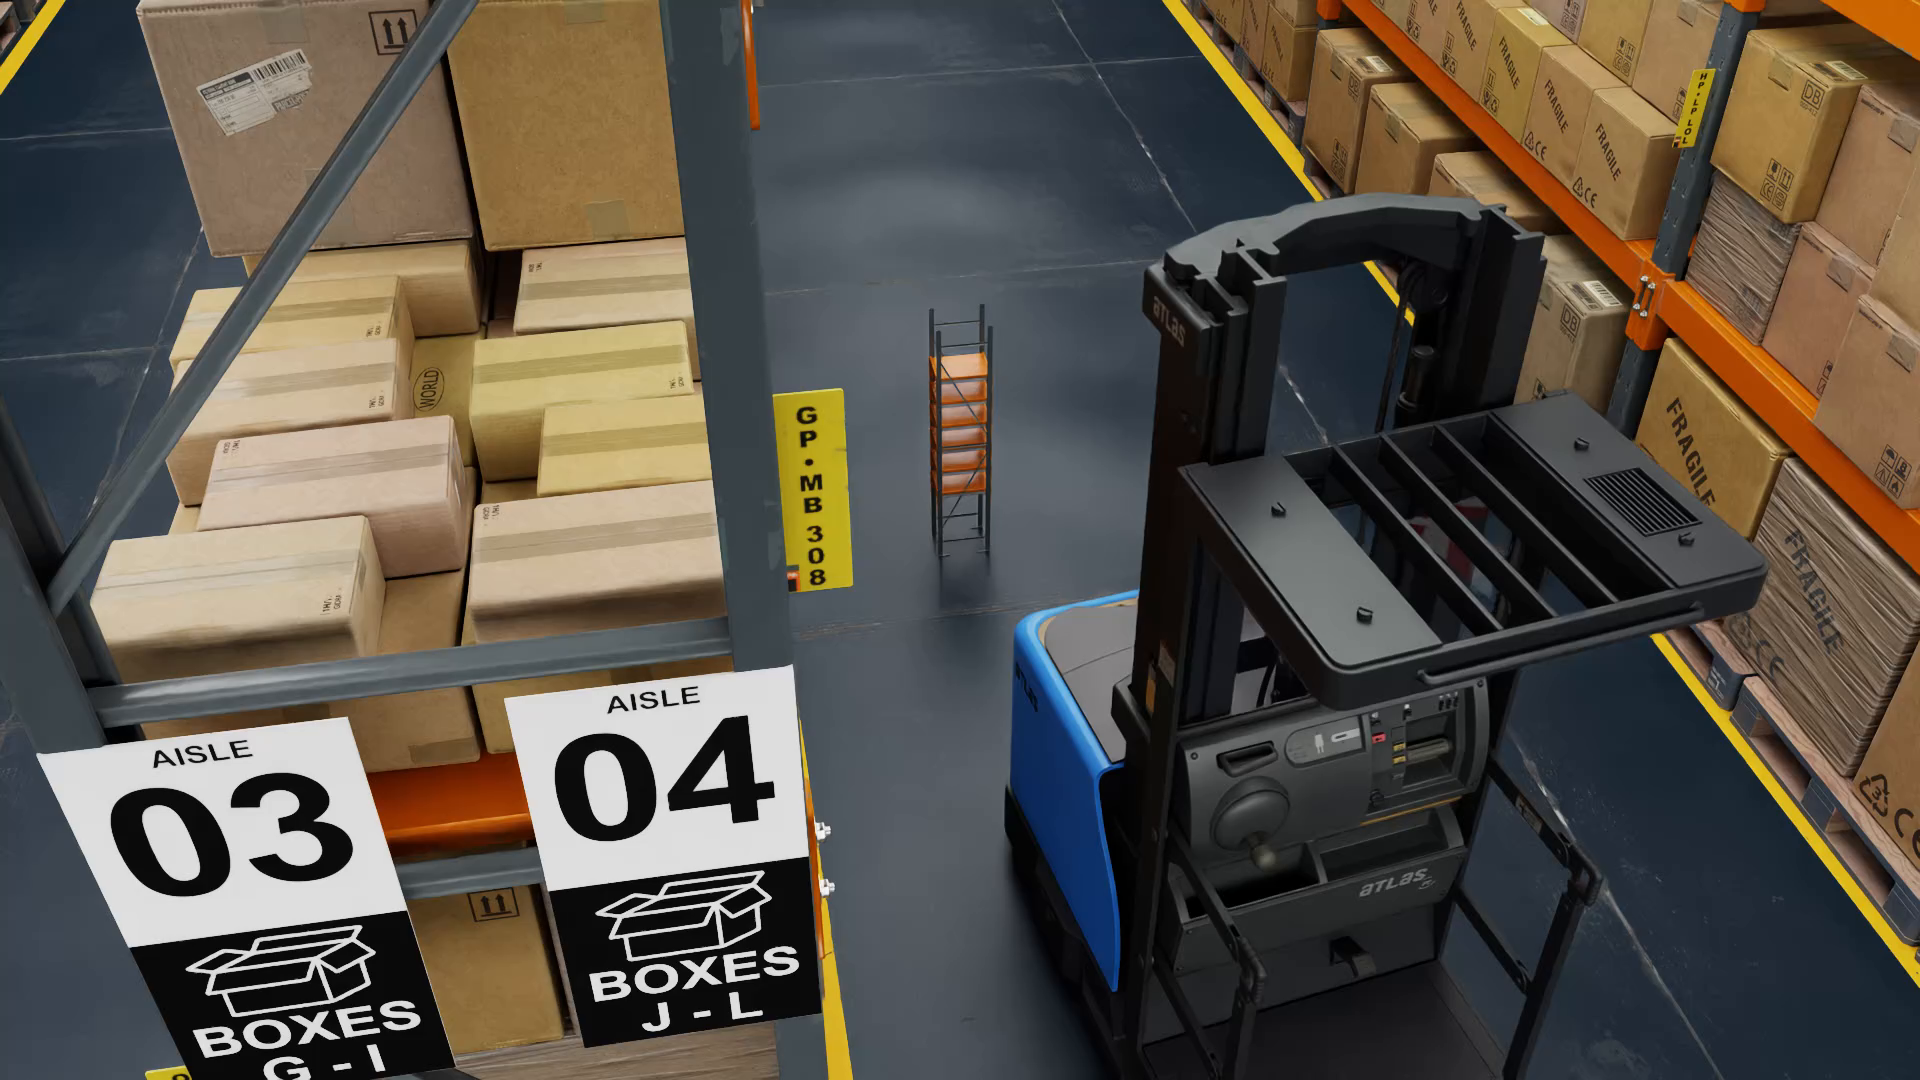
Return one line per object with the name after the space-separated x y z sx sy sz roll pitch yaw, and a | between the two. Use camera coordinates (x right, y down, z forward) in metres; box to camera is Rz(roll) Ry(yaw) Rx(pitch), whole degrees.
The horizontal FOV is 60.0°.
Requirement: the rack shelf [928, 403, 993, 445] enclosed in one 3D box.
0.003 -0.525 7.324 0.258 0.103 0.180 -6 38 -8 | rack shelf

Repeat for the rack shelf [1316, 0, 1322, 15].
2.414 -4.700 11.942 1.077 0.370 4.000 -6 38 -8 | rack shelf

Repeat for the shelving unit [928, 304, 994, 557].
0.003 -0.465 7.371 0.258 1.200 0.189 -6 38 -8 | shelving unit

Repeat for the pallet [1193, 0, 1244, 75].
2.419 -3.883 12.576 1.003 0.211 1.213 -6 38 -8 | pallet

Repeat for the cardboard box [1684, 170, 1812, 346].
3.543 -1.198 6.725 0.875 0.550 0.550 -6 38 -8 | cardboard box

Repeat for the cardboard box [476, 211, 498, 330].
-1.240 -0.473 3.591 0.500 0.250 0.500 -5 38 -7 | cardboard box

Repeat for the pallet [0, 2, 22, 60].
-7.619 -3.615 12.232 1.003 0.211 1.213 -6 38 -8 | pallet

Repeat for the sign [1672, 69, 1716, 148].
2.934 -1.722 6.642 0.100 0.325 0.005 -6 38 -8 | sign

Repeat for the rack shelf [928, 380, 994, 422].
0.003 -0.620 7.251 0.258 0.103 0.180 -6 38 -8 | rack shelf

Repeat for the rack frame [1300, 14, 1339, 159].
2.765 -3.776 10.166 1.000 3.000 0.127 -6 38 -8 | rack frame

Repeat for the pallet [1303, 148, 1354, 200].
2.829 -2.191 10.398 1.003 0.211 1.213 -6 38 -8 | pallet

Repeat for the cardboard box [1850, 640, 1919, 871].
3.827 0.795 5.671 0.875 0.875 0.875 -7 38 -9 | cardboard box

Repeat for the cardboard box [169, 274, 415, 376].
-1.243 -0.361 3.122 0.380 0.149 0.250 -6 38 -8 | cardboard box

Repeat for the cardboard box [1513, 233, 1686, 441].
3.269 -1.003 8.088 1.050 0.750 0.750 -6 38 -8 | cardboard box

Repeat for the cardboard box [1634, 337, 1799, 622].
3.508 -0.300 7.080 0.875 0.875 0.875 -6 38 -7 | cardboard box

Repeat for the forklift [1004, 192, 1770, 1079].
1.121 0.711 4.446 1.130 2.935 3.031 -12 39 -15 | forklift

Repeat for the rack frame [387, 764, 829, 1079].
-0.733 1.528 3.338 1.000 3.000 0.127 -6 38 -8 | rack frame

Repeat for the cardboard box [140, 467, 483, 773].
-1.068 0.139 2.804 0.500 0.250 0.500 -5 38 -7 | cardboard box

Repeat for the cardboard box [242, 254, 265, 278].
-1.310 -0.675 3.527 0.380 0.149 0.250 -8 39 -10 | cardboard box

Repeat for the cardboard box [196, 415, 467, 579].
-1.019 -0.059 2.733 0.380 0.149 0.250 -7 38 -9 | cardboard box

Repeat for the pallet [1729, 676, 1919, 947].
3.740 0.947 6.359 1.003 0.211 1.213 -6 38 -8 | pallet

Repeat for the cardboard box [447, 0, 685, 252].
-0.728 -0.937 3.334 0.500 0.500 0.500 -6 38 -8 | cardboard box

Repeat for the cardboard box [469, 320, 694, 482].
-0.670 -0.252 2.982 0.380 0.149 0.250 -7 38 -9 | cardboard box

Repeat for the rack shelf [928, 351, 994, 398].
0.003 -0.714 7.177 0.258 0.103 0.180 -6 38 -8 | rack shelf

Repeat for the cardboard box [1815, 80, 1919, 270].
3.708 -1.300 5.976 0.875 0.550 0.550 -6 38 -8 | cardboard box

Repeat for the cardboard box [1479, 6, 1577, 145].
2.934 -2.297 8.180 0.500 0.500 0.500 -6 38 -7 | cardboard box

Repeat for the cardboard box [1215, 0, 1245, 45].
2.196 -3.956 12.092 0.500 0.500 0.500 -8 39 -10 | cardboard box

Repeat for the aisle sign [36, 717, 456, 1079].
-1.018 0.571 2.451 0.394 0.787 0.004 -6 38 -8 | aisle sign

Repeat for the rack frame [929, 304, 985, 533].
-0.013 -0.520 7.442 0.240 1.200 0.006 -6 38 -8 | rack frame

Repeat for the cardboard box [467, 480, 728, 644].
-0.554 0.054 2.588 0.380 0.149 0.250 -6 38 -8 | cardboard box

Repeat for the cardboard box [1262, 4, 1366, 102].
2.392 -3.324 11.279 0.500 0.500 0.500 -6 38 -8 | cardboard box

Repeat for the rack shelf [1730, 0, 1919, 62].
3.817 -1.053 4.802 1.077 0.370 4.000 -6 38 -8 | rack shelf

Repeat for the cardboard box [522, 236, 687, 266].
-0.686 -0.572 3.393 0.380 0.149 0.250 -6 38 -8 | cardboard box

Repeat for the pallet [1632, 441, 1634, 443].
3.257 -0.717 8.501 1.003 0.211 1.213 -6 38 -8 | pallet

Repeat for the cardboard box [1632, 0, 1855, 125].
3.373 -2.094 7.104 0.700 0.500 0.500 -7 38 -9 | cardboard box

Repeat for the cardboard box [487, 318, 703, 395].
-0.660 -0.227 3.274 0.500 0.250 0.500 -7 38 -9 | cardboard box

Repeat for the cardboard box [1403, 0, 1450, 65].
2.758 -2.904 8.962 0.500 0.500 0.500 -6 38 -8 | cardboard box

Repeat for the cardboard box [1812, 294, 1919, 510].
3.640 -0.529 5.864 0.875 0.550 0.550 -6 38 -8 | cardboard box

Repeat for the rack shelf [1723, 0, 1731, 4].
3.116 -3.469 7.911 1.077 0.370 4.000 -6 38 -8 | rack shelf

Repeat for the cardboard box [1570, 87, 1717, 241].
3.112 -1.686 7.394 0.500 0.500 0.500 -6 38 -8 | cardboard box

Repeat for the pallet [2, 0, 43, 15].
-7.880 -4.526 13.404 1.003 0.211 1.213 -6 38 -8 | pallet

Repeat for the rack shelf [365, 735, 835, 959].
-1.084 -0.580 4.193 1.077 0.370 4.000 -6 38 -8 | rack shelf

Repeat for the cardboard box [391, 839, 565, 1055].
-1.073 0.671 3.303 0.500 0.500 0.500 -6 38 -8 | cardboard box

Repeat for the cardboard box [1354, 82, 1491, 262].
2.940 -2.149 9.562 1.050 0.750 0.750 -6 38 -7 | cardboard box

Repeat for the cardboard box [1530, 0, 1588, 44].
3.193 -2.710 7.896 0.700 0.500 0.500 -6 38 -8 | cardboard box
